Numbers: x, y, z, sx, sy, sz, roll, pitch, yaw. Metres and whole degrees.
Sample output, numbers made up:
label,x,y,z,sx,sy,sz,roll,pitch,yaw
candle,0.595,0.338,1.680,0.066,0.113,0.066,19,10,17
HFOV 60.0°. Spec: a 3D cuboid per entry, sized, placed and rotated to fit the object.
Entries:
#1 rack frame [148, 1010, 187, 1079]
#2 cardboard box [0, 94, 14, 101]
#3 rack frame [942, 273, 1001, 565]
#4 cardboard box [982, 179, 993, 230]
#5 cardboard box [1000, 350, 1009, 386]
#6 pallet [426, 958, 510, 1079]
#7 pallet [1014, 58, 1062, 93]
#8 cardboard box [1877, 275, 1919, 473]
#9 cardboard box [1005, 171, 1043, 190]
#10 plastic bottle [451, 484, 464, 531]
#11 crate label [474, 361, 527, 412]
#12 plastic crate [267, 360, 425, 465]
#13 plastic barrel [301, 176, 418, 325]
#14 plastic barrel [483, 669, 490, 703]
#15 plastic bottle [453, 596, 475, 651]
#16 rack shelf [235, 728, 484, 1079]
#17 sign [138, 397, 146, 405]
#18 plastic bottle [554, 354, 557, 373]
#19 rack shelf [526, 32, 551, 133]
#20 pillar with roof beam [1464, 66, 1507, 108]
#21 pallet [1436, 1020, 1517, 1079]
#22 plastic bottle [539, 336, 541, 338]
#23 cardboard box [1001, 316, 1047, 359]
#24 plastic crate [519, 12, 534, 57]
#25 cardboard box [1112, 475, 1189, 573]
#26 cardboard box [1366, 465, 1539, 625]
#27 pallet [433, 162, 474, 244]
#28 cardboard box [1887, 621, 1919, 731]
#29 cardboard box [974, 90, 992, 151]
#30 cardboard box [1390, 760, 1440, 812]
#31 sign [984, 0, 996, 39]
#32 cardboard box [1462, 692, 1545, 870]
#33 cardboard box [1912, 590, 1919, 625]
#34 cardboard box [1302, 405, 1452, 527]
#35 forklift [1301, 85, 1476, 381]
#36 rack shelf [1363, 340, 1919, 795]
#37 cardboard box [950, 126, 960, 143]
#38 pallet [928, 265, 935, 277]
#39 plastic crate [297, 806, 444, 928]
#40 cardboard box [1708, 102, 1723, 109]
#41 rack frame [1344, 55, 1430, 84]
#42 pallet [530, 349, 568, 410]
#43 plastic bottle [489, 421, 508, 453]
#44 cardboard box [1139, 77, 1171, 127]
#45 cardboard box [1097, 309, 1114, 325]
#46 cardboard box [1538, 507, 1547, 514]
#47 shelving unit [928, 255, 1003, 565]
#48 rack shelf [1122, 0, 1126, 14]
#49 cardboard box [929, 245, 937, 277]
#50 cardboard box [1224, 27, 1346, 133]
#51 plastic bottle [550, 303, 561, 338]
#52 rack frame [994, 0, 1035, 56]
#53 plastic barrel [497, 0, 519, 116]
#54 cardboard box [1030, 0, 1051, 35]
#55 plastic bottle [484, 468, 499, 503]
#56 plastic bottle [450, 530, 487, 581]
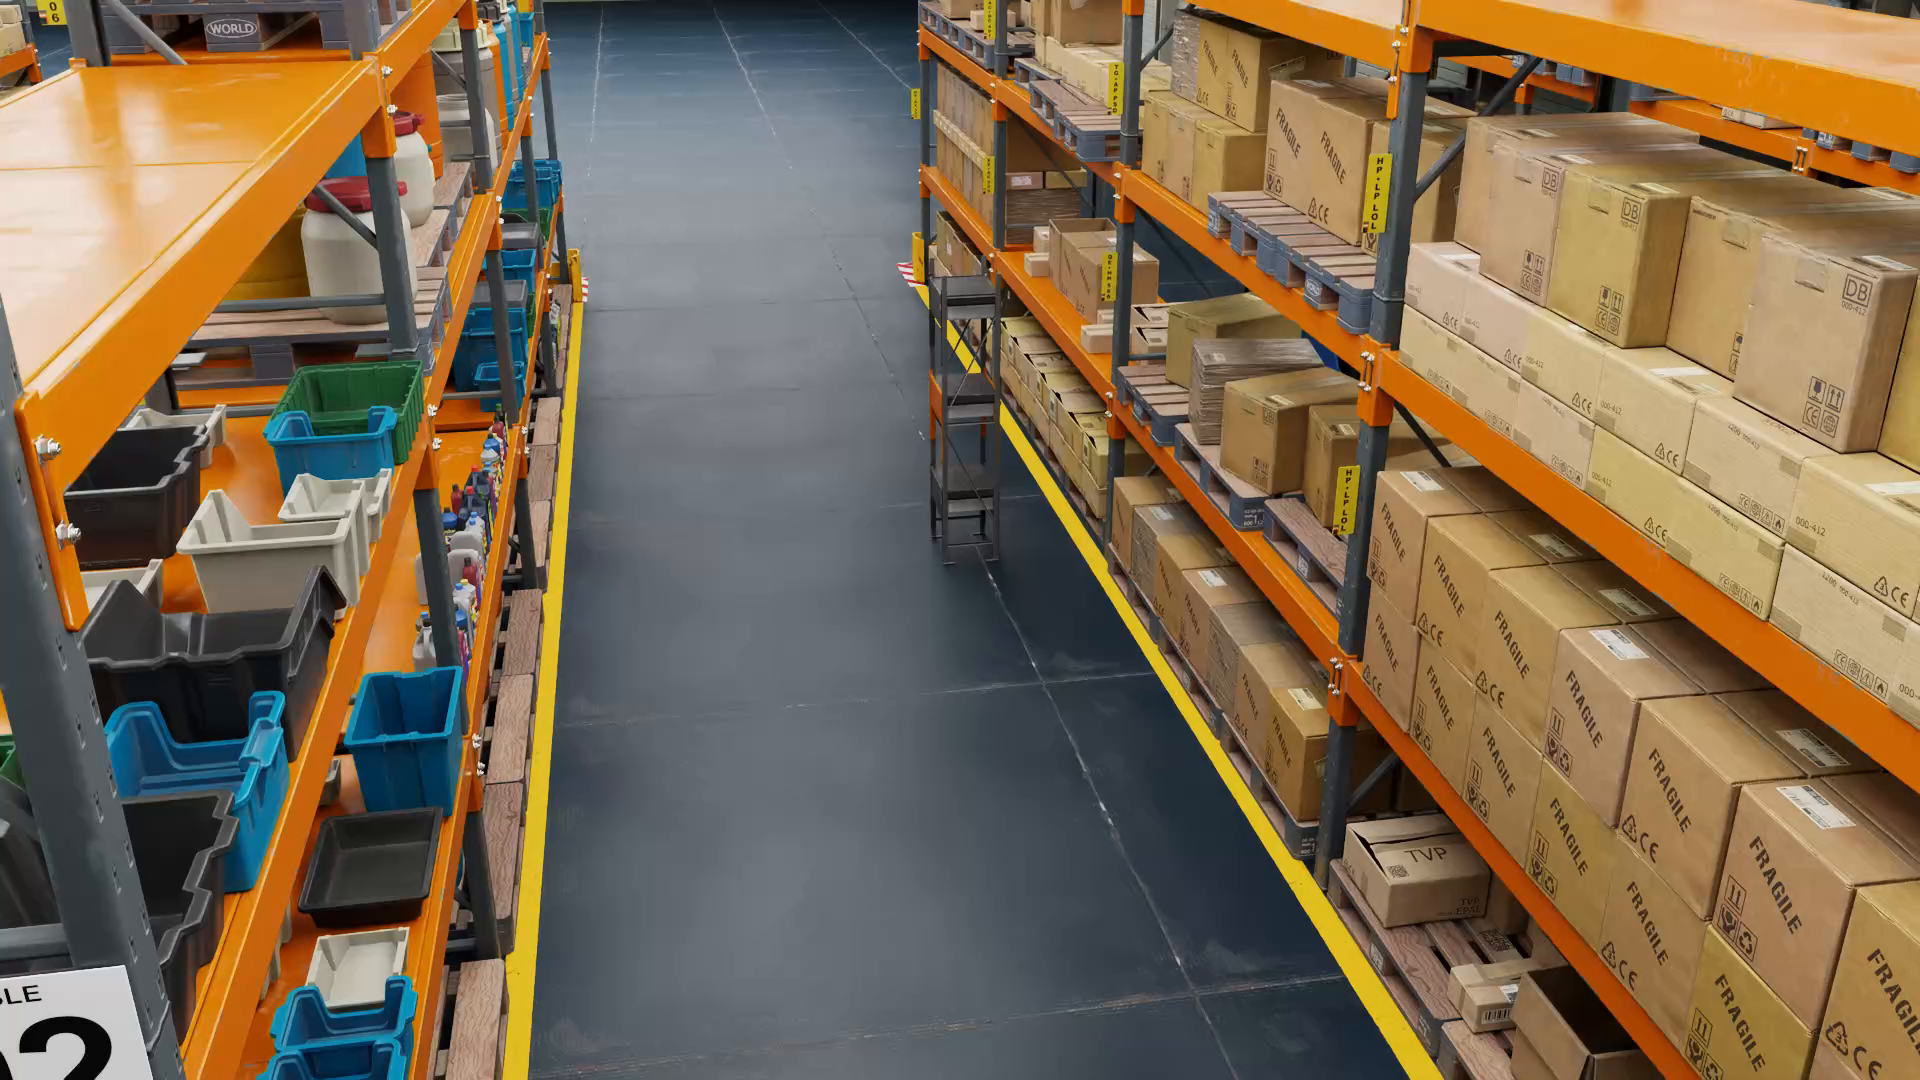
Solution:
label,x,y,z,sx,sy,sz,roll,pitch,yaw
rack frame,-1.851,2.250,3.350,1.000,3.000,0.127,-4,24,-10
cardboard box,-9.235,-3.923,15.738,0.500,0.500,0.500,-4,24,-10
rack frame,0.076,-0.801,11.461,0.400,2.100,0.015,-4,24,-10
cardboard box,0.606,-3.262,15.846,0.700,0.500,0.500,-5,24,-10
cardboard box,0.630,-1.590,15.055,0.500,0.250,0.500,-5,24,-11
pallet,-2.417,2.241,6.855,1.003,0.211,1.213,-4,24,-10
pallet,0.974,-3.776,13.639,0.805,0.209,1.217,-5,24,-12
cardboard box,2.897,-0.397,4.290,0.700,0.500,0.500,-4,24,-10
cardboard box,0.538,-3.269,15.052,0.380,0.149,0.250,-4,24,-10
plastic bottle,-2.732,-0.183,9.066,0.061,0.283,0.133,-4,24,-10
crate label,-3.040,-1.013,11.032,0.303,0.233,0.416,-4,24,-10
plastic crate,-2.215,-0.457,6.064,0.450,0.188,0.662,-4,24,-10
plastic barrel,-2.442,-1.178,6.758,0.433,0.535,0.433,0,24,0
plastic barrel,-3.014,0.651,9.499,0.600,0.588,0.708,-4,24,-10
plastic bottle,-2.370,0.379,7.789,0.152,0.276,0.135,-4,24,-10
rack shelf,-2.221,1.793,5.296,1.077,0.370,4.000,-4,24,-10
sign,-3.132,-0.662,6.259,0.100,0.325,0.005,-4,24,-10
plastic bottle,-3.736,-1.627,15.174,0.097,0.201,0.097,0,24,0
rack shelf,-4.440,-4.302,15.502,1.077,0.370,4.000,-4,24,-10
pillar with roof beam,1.675,-6.996,17.025,9.100,9.000,0.400,-4,24,-10
pallet,2.633,2.341,6.627,1.003,0.211,1.213,-4,24,-10
plastic bottle,-3.957,-1.818,15.523,0.097,0.271,0.097,0,24,0
cardboard box,0.630,-1.843,14.933,0.500,0.311,0.500,-4,24,-10
plastic crate,-4.161,-4.683,15.496,0.392,0.384,0.575,-4,24,-10
cardboard box,1.342,-0.118,11.345,0.500,0.500,0.500,-3,24,-7
cardboard box,2.089,0.014,7.097,0.500,0.500,0.500,-4,24,-8
pallet,-3.285,-1.877,9.287,1.003,0.211,1.213,-4,24,-10
cardboard box,2.663,0.397,4.034,0.500,0.250,0.500,-4,24,-10
cardboard box,0.524,-4.045,16.018,0.700,0.500,0.500,-4,24,-10
cardboard box,2.428,1.047,8.678,0.500,0.500,0.500,-5,24,-12
sign,0.253,-4.441,14.179,0.100,0.325,0.005,-4,24,-10
cardboard box,2.292,0.885,6.352,0.500,0.500,0.500,-4,24,-10
cardboard box,2.672,0.167,3.935,0.500,0.250,0.500,-4,24,-10
cardboard box,2.221,-0.395,8.758,0.700,0.500,0.500,-1,24,-1
forklift,3.774,-2.004,13.176,1.130,2.935,3.031,-8,25,-17
rack shelf,2.648,0.053,5.531,1.077,0.370,4.000,-4,24,-10
cardboard box,0.112,-4.175,17.127,0.380,0.149,0.250,-5,24,-12
pallet,0.241,-2.833,18.472,1.003,0.211,1.213,-4,24,-10
plastic crate,-2.120,1.196,6.033,0.437,0.125,0.590,-4,24,-10
cardboard box,6.257,-3.578,12.792,0.797,0.503,0.637,-1,24,-2
rack frame,4.926,-4.777,19.439,1.000,3.000,0.127,-4,24,-10
pallet,-4.153,-1.459,15.328,1.003,0.211,1.213,-4,24,-10
plastic bottle,-2.833,-0.631,10.196,0.097,0.201,0.097,0,24,0
cardboard box,1.399,-2.934,11.136,0.500,0.250,0.500,-6,24,-14
cardboard box,1.247,-1.644,12.580,0.380,0.149,0.250,-3,24,-6
cardboard box,2.626,-0.013,7.157,0.500,0.500,0.500,-4,24,-9
shelving unit,0.031,-0.897,11.681,0.431,2.100,0.503,-4,24,-10
rack shelf,1.168,-4.285,12.216,1.077,0.370,4.000,-4,24,-10
cardboard box,-0.061,-3.113,18.542,0.500,0.250,0.500,-4,24,-10
cardboard box,1.801,-2.567,9.258,0.500,0.500,0.500,-4,24,-10
plastic bottle,-3.959,-2.120,16.117,0.144,0.351,0.185,-3,24,-8
rack frame,0.799,-5.584,13.793,1.000,3.000,0.127,-4,24,-10
plastic barrel,-3.642,-3.633,12.447,0.600,0.901,0.600,0,24,0
cardboard box,0.874,-4.432,13.627,0.500,0.500,0.500,-4,24,-9
plastic bottle,-2.682,-0.311,9.462,0.097,0.201,0.097,0,24,0
plastic bottle,-2.516,0.068,8.502,0.152,0.276,0.135,-4,24,-10
